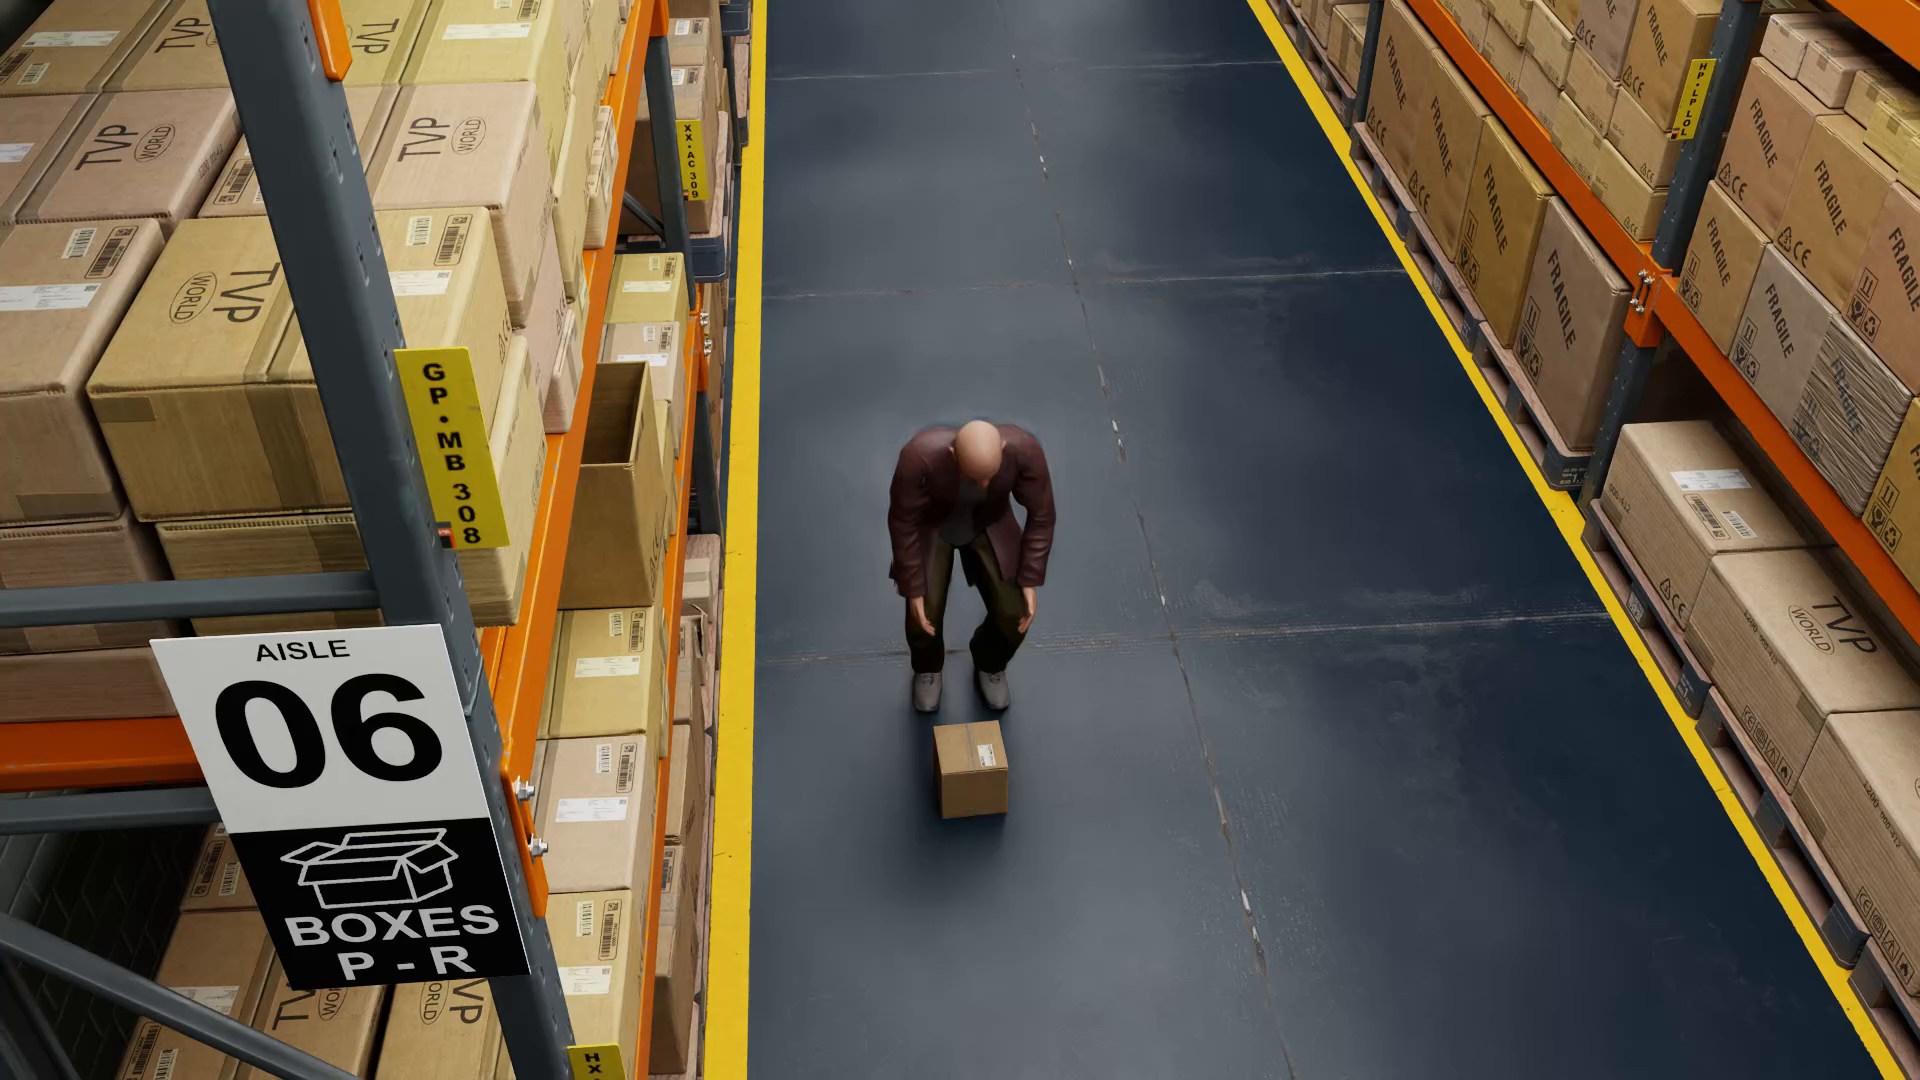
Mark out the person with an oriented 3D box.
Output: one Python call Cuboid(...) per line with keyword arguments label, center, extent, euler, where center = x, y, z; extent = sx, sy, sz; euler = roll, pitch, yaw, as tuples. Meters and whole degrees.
Cuboid(label="person", center=(0.037, 0.041, 6.366), extent=(0.630, 1.470, 0.681), euler=(-3, 39, -3))
